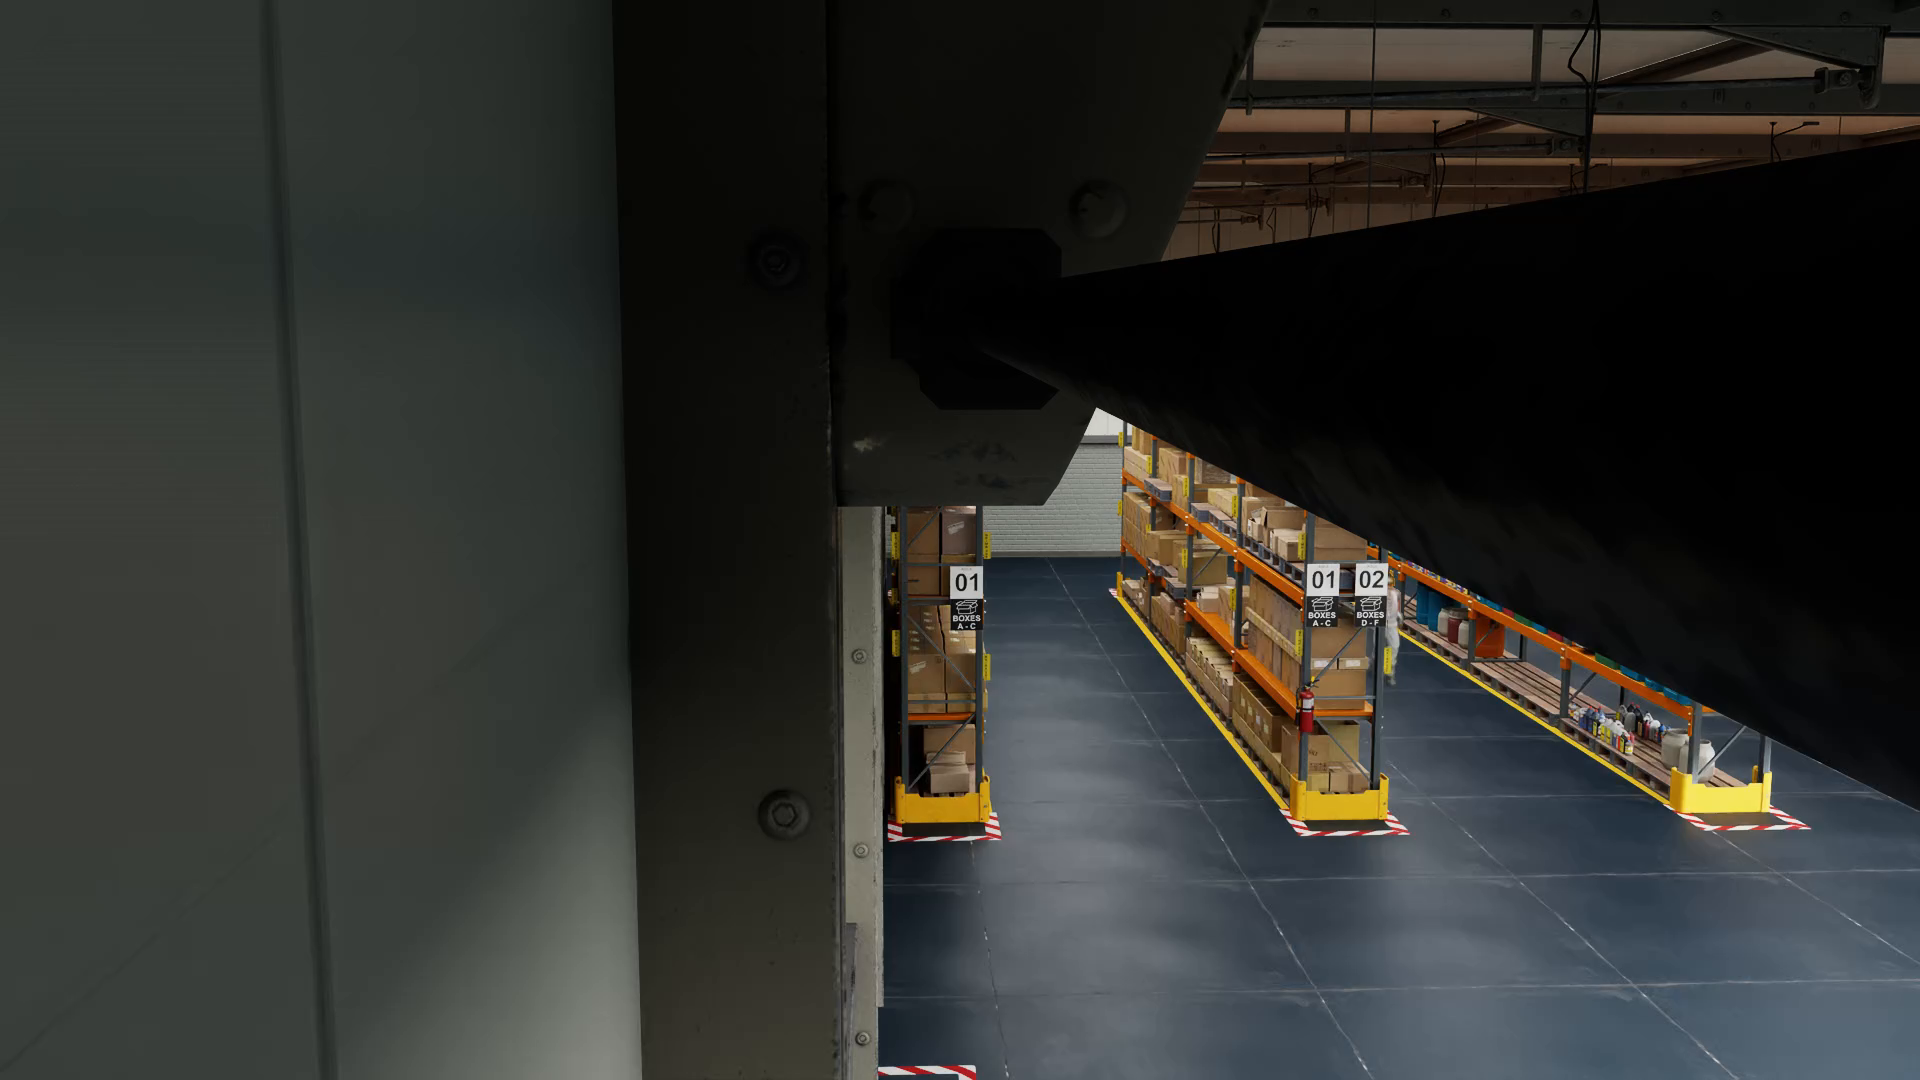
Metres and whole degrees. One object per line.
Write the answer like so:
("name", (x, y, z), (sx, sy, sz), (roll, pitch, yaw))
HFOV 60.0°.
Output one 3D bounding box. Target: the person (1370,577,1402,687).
("person", (7.177, 1.516, 28.138), (0.690, 1.848, 0.913), (-2, 8, -11))
